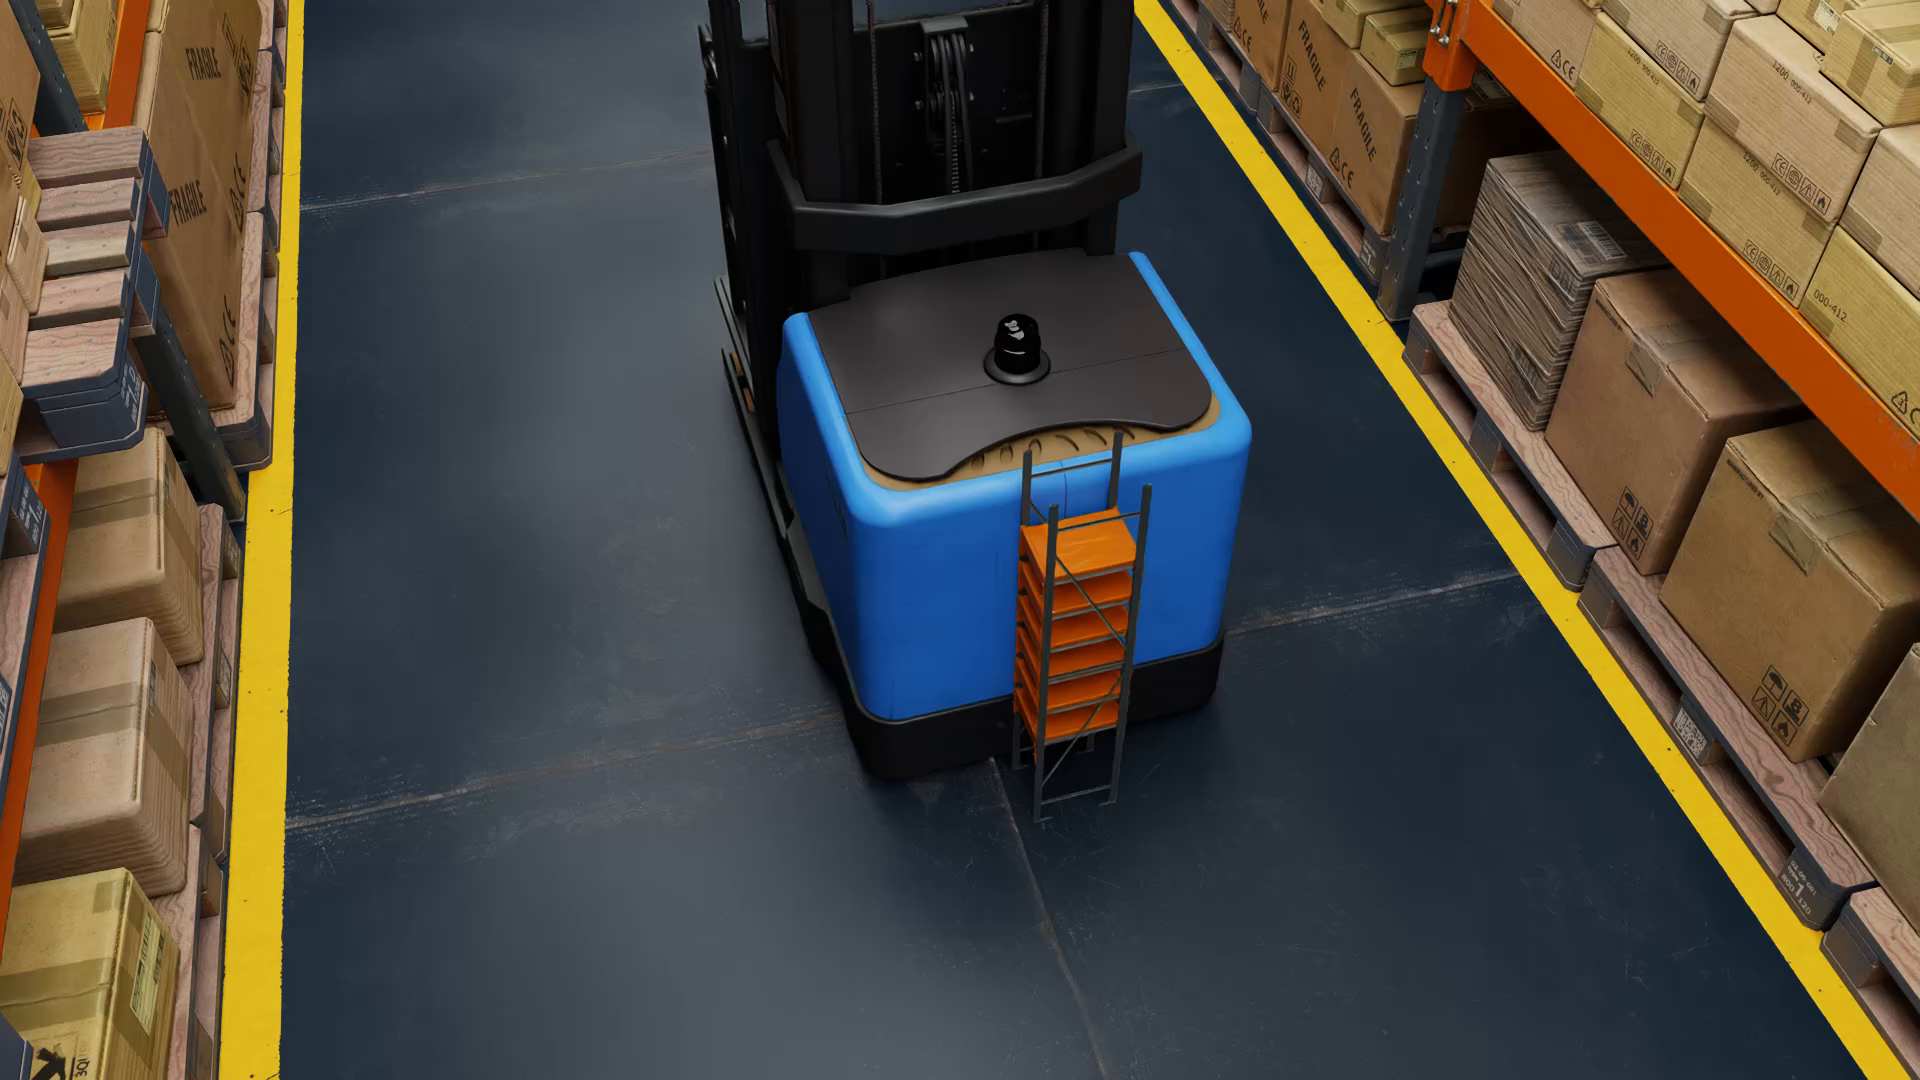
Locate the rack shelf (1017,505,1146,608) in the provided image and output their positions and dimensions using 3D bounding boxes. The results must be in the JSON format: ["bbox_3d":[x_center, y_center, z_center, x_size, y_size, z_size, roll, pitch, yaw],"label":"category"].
[{"bbox_3d":[0.285,0.038,3.931,0.258,0.103,0.180,-12,47,-12],"label":"rack shelf"}]

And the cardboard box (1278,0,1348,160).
[{"bbox_3d":[1.586,-1.836,6.405,0.500,0.500,0.500,-11,47,-11],"label":"cardboard box"}]

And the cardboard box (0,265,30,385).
[{"bbox_3d":[-2.163,-0.416,3.439,0.380,0.149,0.250,-13,47,-12],"label":"cardboard box"}]

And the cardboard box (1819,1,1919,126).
[{"bbox_3d":[2.157,-1.062,3.667,0.380,0.149,0.250,-10,46,-9],"label":"cardboard box"}]

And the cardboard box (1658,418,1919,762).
[{"bbox_3d":[2.514,0.068,4.451,0.875,0.625,0.625,-12,47,-12],"label":"cardboard box"}]

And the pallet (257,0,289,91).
[{"bbox_3d":[-3.531,-2.320,7.376,1.003,0.211,1.213,-11,47,-10],"label":"pallet"}]

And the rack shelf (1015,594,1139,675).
[{"bbox_3d":[0.285,0.206,4.103,0.258,0.103,0.180,-12,47,-12],"label":"rack shelf"}]

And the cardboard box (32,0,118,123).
[{"bbox_3d":[-2.660,-1.385,4.612,0.500,0.250,0.500,-11,47,-11],"label":"cardboard box"}]

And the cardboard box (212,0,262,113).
[{"bbox_3d":[-3.327,-2.183,6.482,0.875,0.875,0.875,-9,46,-9],"label":"cardboard box"}]

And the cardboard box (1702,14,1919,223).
[{"bbox_3d":[2.141,-1.024,3.909,0.500,0.250,0.500,-12,47,-11],"label":"cardboard box"}]

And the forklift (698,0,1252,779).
[{"bbox_3d":[-0.179,-1.452,4.621,1.130,2.935,3.031,-12,47,-12],"label":"forklift"}]

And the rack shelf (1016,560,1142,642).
[{"bbox_3d":[0.285,0.122,4.017,0.258,0.103,0.180,-12,47,-12],"label":"rack shelf"}]

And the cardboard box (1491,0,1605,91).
[{"bbox_3d":[1.897,-1.560,4.783,0.500,0.250,0.500,-11,47,-10],"label":"cardboard box"}]

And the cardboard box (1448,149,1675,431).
[{"bbox_3d":[2.166,-0.846,5.348,0.875,0.625,0.625,-9,46,-9],"label":"cardboard box"}]

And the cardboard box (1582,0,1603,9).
[{"bbox_3d":[1.873,-1.730,4.600,0.500,0.250,0.500,-11,47,-10],"label":"cardboard box"}]

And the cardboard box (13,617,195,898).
[{"bbox_3d":[-2.446,0.619,4.089,0.950,0.372,0.625,-12,47,-11],"label":"cardboard box"}]

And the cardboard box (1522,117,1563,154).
[{"bbox_3d":[2.183,-1.578,6.152,0.500,0.500,0.500,-9,46,-9],"label":"cardboard box"}]

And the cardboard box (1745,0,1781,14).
[{"bbox_3d":[2.056,-1.417,4.014,0.380,0.149,0.250,-10,46,-10],"label":"cardboard box"}]

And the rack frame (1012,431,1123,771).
[{"bbox_3d":[0.259,0.196,4.218,0.240,1.200,0.006,-12,47,-12],"label":"rack frame"}]

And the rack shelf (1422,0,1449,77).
[{"bbox_3d":[1.508,-3.092,6.684,1.077,0.370,4.000,-11,47,-10],"label":"rack shelf"}]

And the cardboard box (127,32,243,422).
[{"bbox_3d":[-2.874,-0.949,5.273,0.875,0.875,0.875,-11,47,-11],"label":"cardboard box"}]

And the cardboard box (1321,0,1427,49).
[{"bbox_3d":[1.549,-1.940,6.053,0.380,0.149,0.250,-13,47,-12],"label":"cardboard box"}]

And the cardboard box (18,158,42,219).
[{"bbox_3d":[-2.327,-0.757,3.774,0.380,0.149,0.250,-10,46,-10],"label":"cardboard box"}]

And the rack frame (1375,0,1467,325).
[{"bbox_3d":[2.020,-1.963,5.074,1.000,3.000,0.127,-11,47,-10],"label":"rack frame"}]

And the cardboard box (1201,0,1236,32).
[{"bbox_3d":[1.298,-2.552,7.106,0.500,0.500,0.500,-12,47,-12],"label":"cardboard box"}]

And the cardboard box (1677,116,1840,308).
[{"bbox_3d":[2.160,-0.857,4.095,0.500,0.250,0.500,-12,47,-12],"label":"cardboard box"}]

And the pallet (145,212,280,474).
[{"bbox_3d":[-2.906,-0.635,5.725,1.003,0.211,1.213,-11,47,-10],"label":"pallet"}]

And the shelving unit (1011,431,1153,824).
[{"bbox_3d":[0.285,0.259,4.156,0.258,1.200,0.189,-12,47,-12],"label":"shelving unit"}]

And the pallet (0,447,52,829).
[{"bbox_3d":[-2.231,0.373,2.918,1.003,0.211,1.213,-11,47,-10],"label":"pallet"}]

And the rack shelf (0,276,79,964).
[{"bbox_3d":[-2.265,0.579,3.086,1.077,0.370,4.000,-11,47,-10],"label":"rack shelf"}]

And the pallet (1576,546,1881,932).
[{"bbox_3d":[2.502,0.429,4.682,1.003,0.211,1.213,-11,47,-10],"label":"pallet"}]

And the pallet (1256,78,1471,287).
[{"bbox_3d":[1.865,-1.510,6.582,1.003,0.211,1.213,-11,47,-10],"label":"pallet"}]

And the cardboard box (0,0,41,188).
[{"bbox_3d":[-2.392,-1.076,3.632,0.500,0.500,0.500,-12,47,-11],"label":"cardboard box"}]

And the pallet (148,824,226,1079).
[{"bbox_3d":[-2.270,1.303,3.825,1.003,0.211,1.213,-11,47,-10],"label":"pallet"}]
